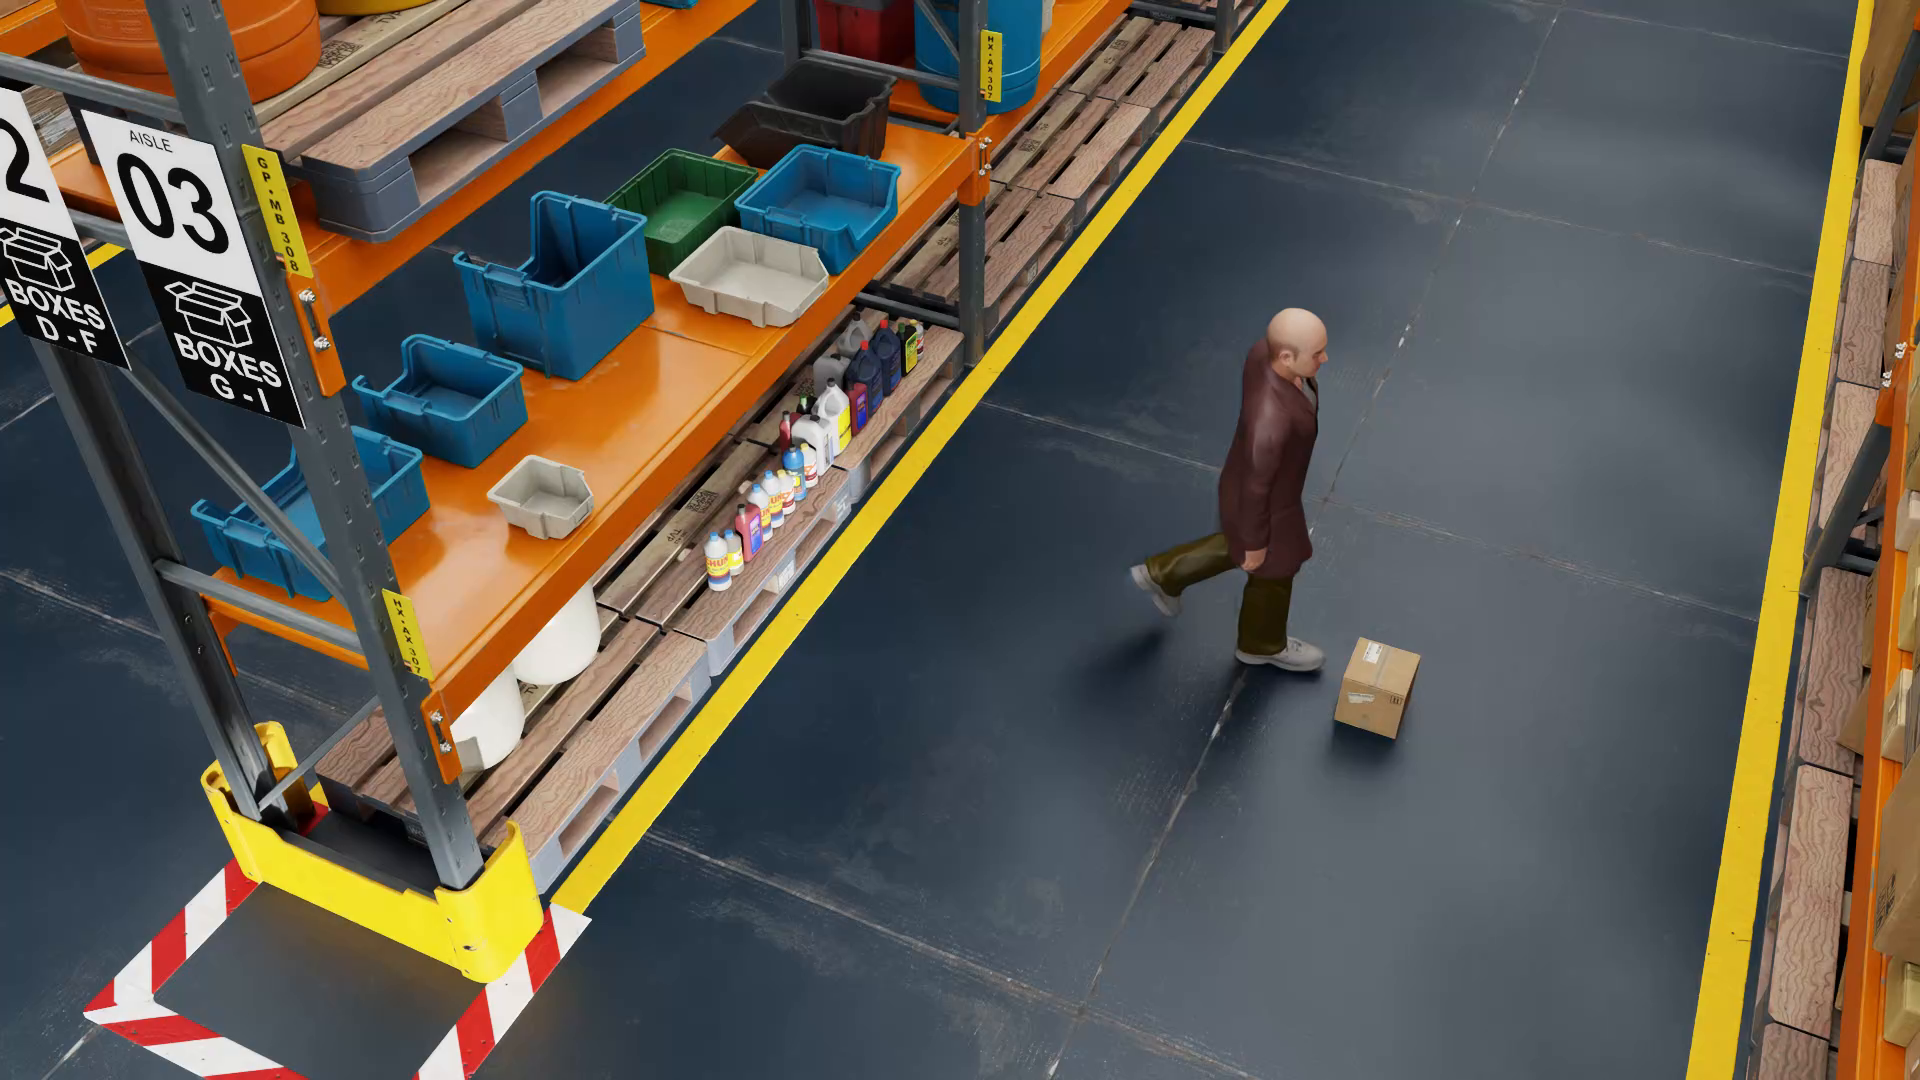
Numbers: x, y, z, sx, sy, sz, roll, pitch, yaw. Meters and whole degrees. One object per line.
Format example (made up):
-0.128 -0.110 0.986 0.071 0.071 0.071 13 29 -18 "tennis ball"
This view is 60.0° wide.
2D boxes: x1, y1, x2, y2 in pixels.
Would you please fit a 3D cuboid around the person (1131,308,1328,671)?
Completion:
1.098 -0.162 6.340 0.829 1.771 0.625 4 42 5 "person"
